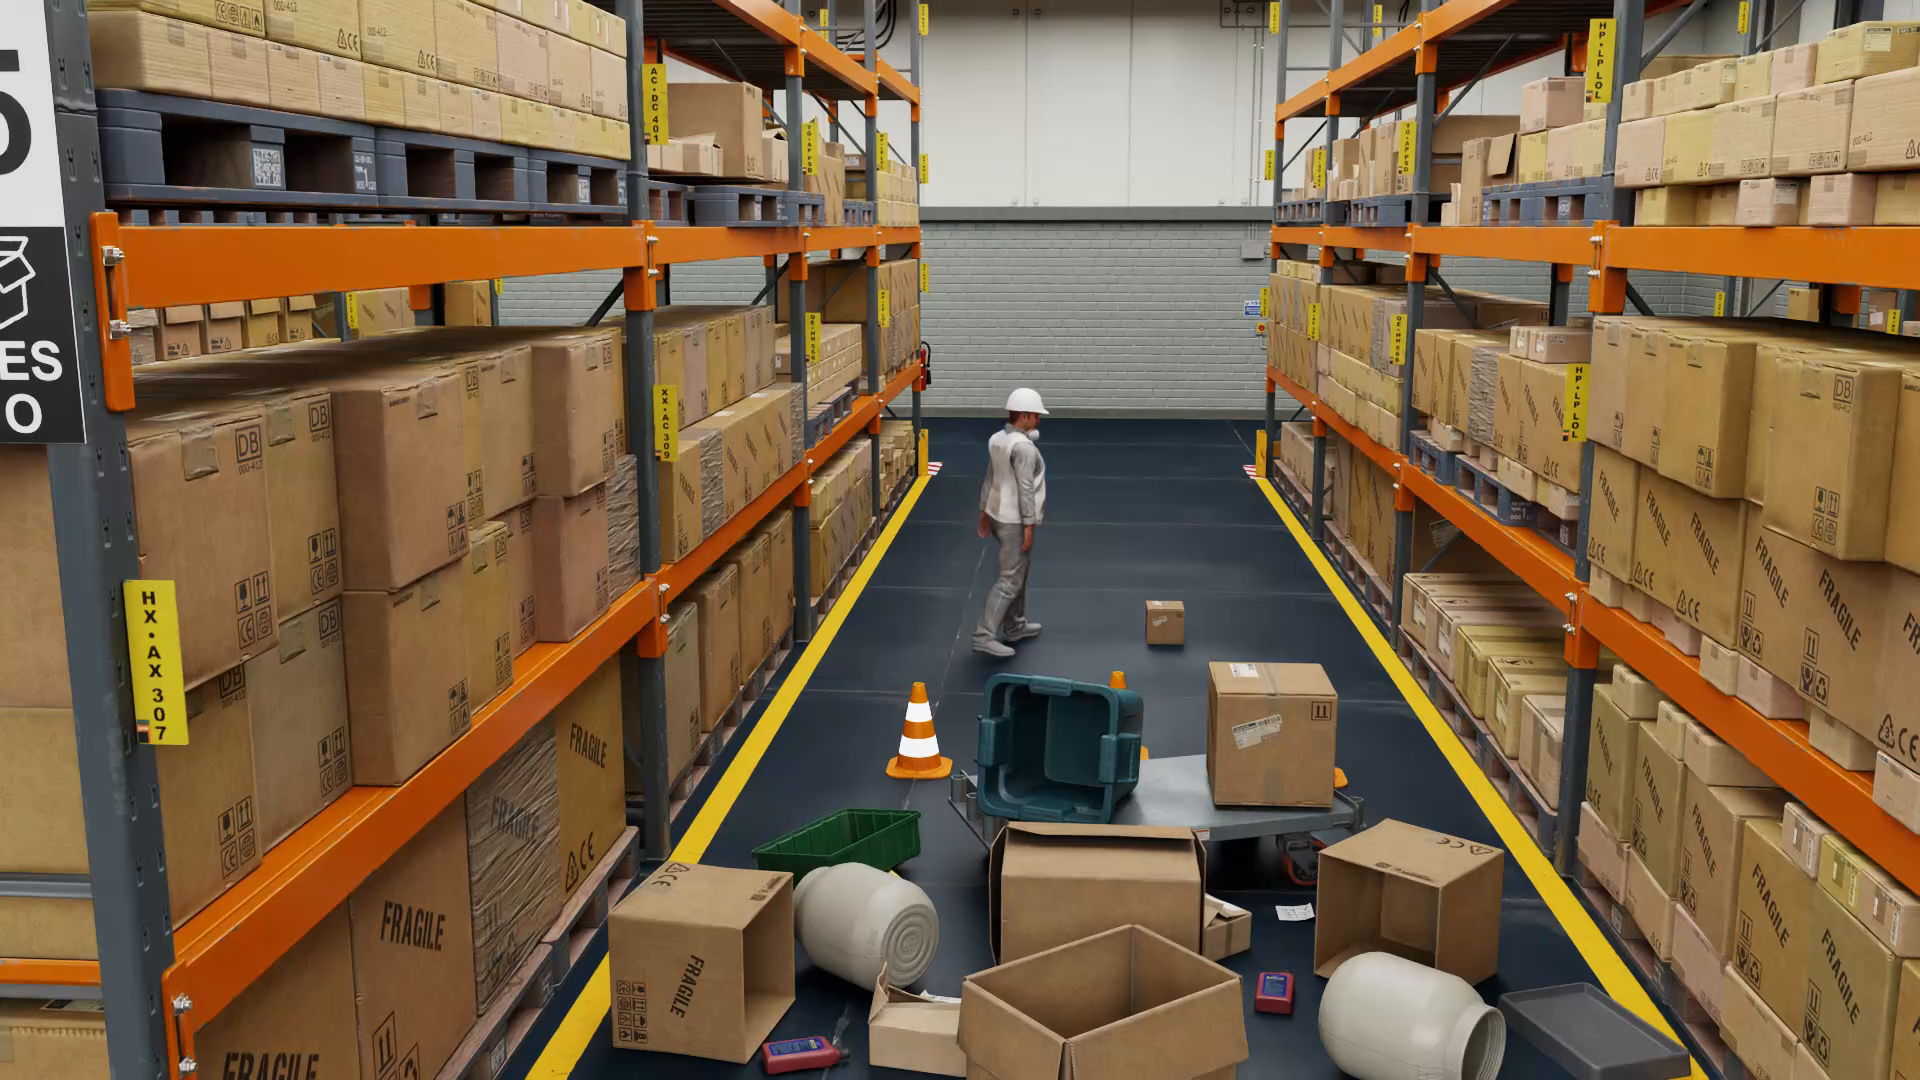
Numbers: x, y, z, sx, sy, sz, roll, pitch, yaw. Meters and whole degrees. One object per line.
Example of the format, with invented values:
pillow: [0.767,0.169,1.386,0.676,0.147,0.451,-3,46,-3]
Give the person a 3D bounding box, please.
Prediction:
person: [0.345,-0.127,11.047,0.676,1.759,0.673,-4,11,-19]
